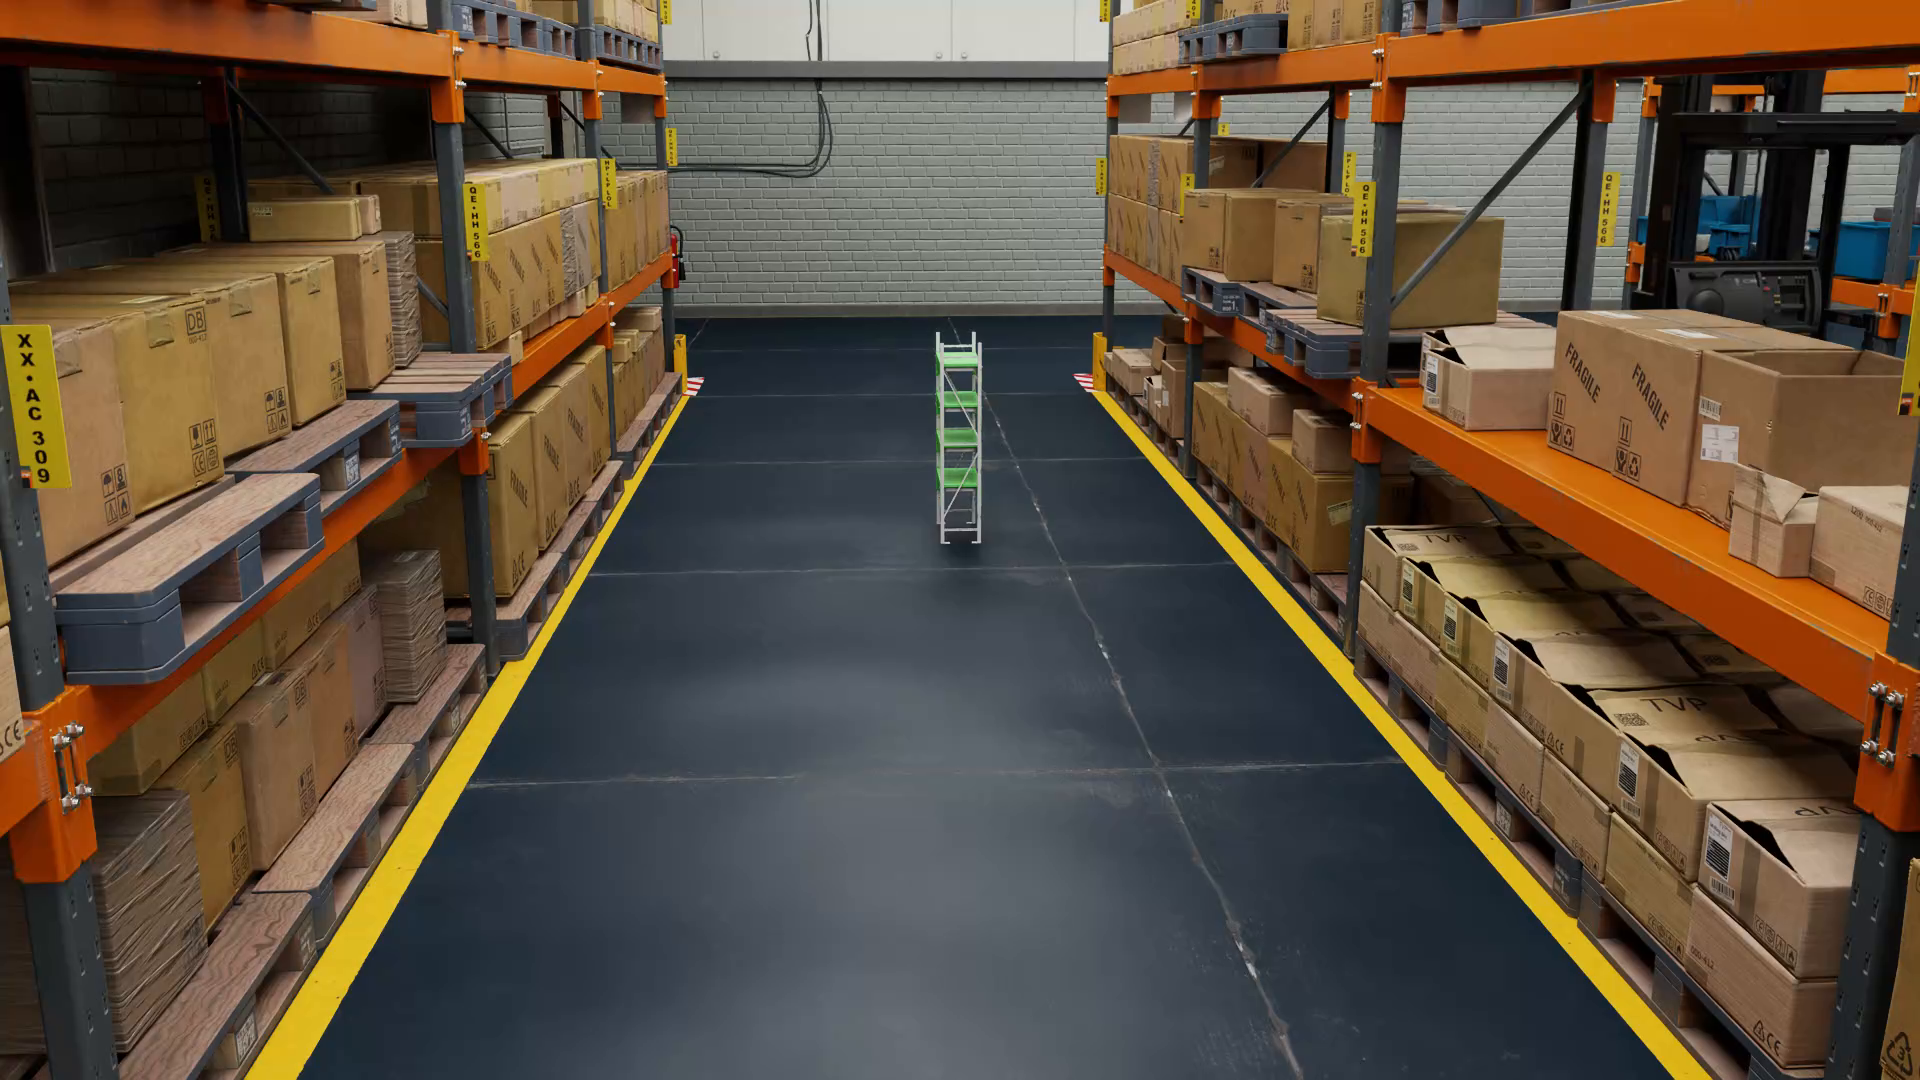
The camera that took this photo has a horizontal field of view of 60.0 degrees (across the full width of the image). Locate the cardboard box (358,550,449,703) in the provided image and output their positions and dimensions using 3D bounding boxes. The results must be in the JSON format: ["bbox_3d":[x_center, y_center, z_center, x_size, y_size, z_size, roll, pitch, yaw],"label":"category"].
[{"bbox_3d":[-2.521,0.349,6.784,0.700,0.500,0.500,-1,14,-3],"label":"cardboard box"}]

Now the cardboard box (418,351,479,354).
[{"bbox_3d":[-2.407,-0.800,7.581,0.380,0.149,0.250,-1,14,-4],"label":"cardboard box"}]

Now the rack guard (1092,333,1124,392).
[{"bbox_3d":[1.836,-1.664,15.492,1.175,0.500,0.348,-1,14,-3],"label":"rack guard"}]

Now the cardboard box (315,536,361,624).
[{"bbox_3d":[-2.548,0.128,6.136,0.500,0.250,0.500,-1,14,-2],"label":"cardboard box"}]

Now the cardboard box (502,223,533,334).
[{"bbox_3d":[-2.415,-1.284,8.160,0.500,0.500,0.500,0,14,-2],"label":"cardboard box"}]

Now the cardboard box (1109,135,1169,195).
[{"bbox_3d":[1.595,-3.312,14.672,0.500,0.500,0.500,0,14,-2],"label":"cardboard box"}]

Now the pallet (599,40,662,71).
[{"bbox_3d":[-3.057,-4.042,13.874,1.003,0.211,1.213,-1,14,-3],"label":"pallet"}]

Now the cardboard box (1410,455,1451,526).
[{"bbox_3d":[2.545,-0.155,8.741,0.500,0.500,0.500,-1,14,-5],"label":"cardboard box"}]

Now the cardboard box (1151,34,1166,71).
[{"bbox_3d":[1.723,-3.645,12.453,0.500,0.250,0.500,-1,14,-3],"label":"cardboard box"}]

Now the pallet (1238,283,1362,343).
[{"bbox_3d":[2.201,-1.295,9.425,1.003,0.211,1.213,-1,14,-3],"label":"pallet"}]

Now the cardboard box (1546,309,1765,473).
[{"bbox_3d":[2.447,-0.536,5.888,0.500,0.500,0.500,-2,15,-6],"label":"cardboard box"}]

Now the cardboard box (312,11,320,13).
[{"bbox_3d":[-2.630,-2.015,5.573,0.797,0.503,0.637,1,14,4],"label":"cardboard box"}]

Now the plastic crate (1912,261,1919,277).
[{"bbox_3d":[7.137,-1.994,12.165,0.396,0.136,0.243,-1,14,-3],"label":"plastic crate"}]

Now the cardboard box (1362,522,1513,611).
[{"bbox_3d":[2.066,0.087,7.218,0.500,0.311,0.500,0,14,-2],"label":"cardboard box"}]

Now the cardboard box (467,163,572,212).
[{"bbox_3d":[-2.527,-2.021,9.517,0.500,0.250,0.500,-1,14,-2],"label":"cardboard box"}]

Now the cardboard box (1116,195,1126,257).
[{"bbox_3d":[1.632,-2.700,14.298,0.500,0.500,0.500,-1,14,-4],"label":"cardboard box"}]

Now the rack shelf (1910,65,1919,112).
[{"bbox_3d":[7.147,-2.582,9.464,1.077,0.370,4.000,-1,14,-3],"label":"rack shelf"}]

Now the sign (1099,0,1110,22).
[{"bbox_3d":[1.289,-4.761,14.739,0.100,0.325,0.005,-1,14,-3],"label":"sign"}]

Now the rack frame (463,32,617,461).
[{"bbox_3d":[-2.865,-1.822,11.087,1.000,3.000,0.127,-1,14,-3],"label":"rack frame"}]

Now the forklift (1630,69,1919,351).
[{"bbox_3d":[4.798,-1.475,9.876,1.130,2.935,3.031,-2,15,-6],"label":"forklift"}]

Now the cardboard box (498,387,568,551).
[{"bbox_3d":[-2.580,-0.392,9.002,0.750,0.750,0.750,-1,14,-4],"label":"cardboard box"}]

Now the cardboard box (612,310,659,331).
[{"bbox_3d":[-2.764,-1.858,14.101,0.380,0.149,0.250,0,14,-2],"label":"cardboard box"}]

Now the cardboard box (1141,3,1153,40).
[{"bbox_3d":[1.691,-4.011,12.874,0.500,0.250,0.500,-1,14,-3],"label":"cardboard box"}]

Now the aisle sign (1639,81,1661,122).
[{"bbox_3d":[6.474,-4.242,15.275,0.394,0.787,0.004,-1,14,-3],"label":"aisle sign"}]

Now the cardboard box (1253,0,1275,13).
[{"bbox_3d":[2.100,-3.360,9.801,0.600,0.600,0.600,-1,14,-4],"label":"cardboard box"}]

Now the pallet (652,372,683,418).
[{"bbox_3d":[-2.985,-1.268,14.532,1.003,0.211,1.213,-1,14,-3],"label":"pallet"}]

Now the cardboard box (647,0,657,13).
[{"bbox_3d":[-2.795,-4.634,13.749,0.500,0.500,0.500,-1,14,-4],"label":"cardboard box"}]

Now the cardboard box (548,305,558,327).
[{"bbox_3d":[-2.527,-1.313,9.575,0.380,0.149,0.250,-1,14,-5],"label":"cardboard box"}]

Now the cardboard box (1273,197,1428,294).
[{"bbox_3d":[2.250,-1.712,9.619,0.700,0.500,0.500,-5,15,-18],"label":"cardboard box"}]

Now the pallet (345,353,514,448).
[{"bbox_3d":[-2.467,-0.558,6.562,1.213,0.211,1.003,-1,14,-3],"label":"pallet"}]

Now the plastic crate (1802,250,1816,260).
[{"bbox_3d":[6.685,-2.145,12.774,0.437,0.125,0.590,-1,14,-3],"label":"plastic crate"}]

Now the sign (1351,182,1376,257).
[{"bbox_3d":[1.785,-1.416,7.345,0.100,0.325,0.005,-1,14,-3],"label":"sign"}]

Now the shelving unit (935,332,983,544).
[{"bbox_3d":[-0.010,-0.622,10.037,0.258,1.200,0.503,-1,14,-3],"label":"shelving unit"}]

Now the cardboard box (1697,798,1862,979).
[{"bbox_3d":[2.263,0.851,4.250,0.500,0.311,0.500,-1,14,-3],"label":"cardboard box"}]

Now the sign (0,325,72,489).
[{"bbox_3d":[-1.829,-0.262,3.286,0.100,0.325,0.005,-1,14,-3],"label":"sign"}]

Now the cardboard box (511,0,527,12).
[{"bbox_3d":[-2.821,-3.178,9.254,0.700,0.500,0.500,-1,14,-4],"label":"cardboard box"}]

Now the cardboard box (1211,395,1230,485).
[{"bbox_3d":[1.910,-0.645,10.647,0.500,0.500,0.500,-1,14,-3],"label":"cardboard box"}]

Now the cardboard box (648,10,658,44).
[{"bbox_3d":[-2.803,-4.270,13.841,0.500,0.250,0.500,0,14,-2],"label":"cardboard box"}]

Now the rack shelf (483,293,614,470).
[{"bbox_3d":[-2.741,-0.976,9.243,1.077,0.370,4.000,-1,14,-3],"label":"rack shelf"}]

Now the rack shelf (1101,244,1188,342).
[{"bbox_3d":[1.955,-2.048,13.410,1.077,0.370,4.000,-1,14,-3],"label":"rack shelf"}]

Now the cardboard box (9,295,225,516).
[{"bbox_3d":[-2.395,-0.360,4.321,0.700,0.500,0.500,1,14,2],"label":"cardboard box"}]

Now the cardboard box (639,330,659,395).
[{"bbox_3d":[-2.939,-1.512,14.058,0.700,0.500,0.500,-1,14,-4],"label":"cardboard box"}]

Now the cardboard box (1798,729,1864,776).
[{"bbox_3d":[2.772,0.716,4.774,0.500,0.311,0.500,-1,14,-4],"label":"cardboard box"}]

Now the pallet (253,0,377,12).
[{"bbox_3d":[-2.369,-1.607,4.609,1.213,0.211,1.003,-1,14,-3],"label":"pallet"}]

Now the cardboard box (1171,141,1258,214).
[{"bbox_3d":[1.789,-2.554,11.724,0.500,0.500,0.500,-1,14,-3],"label":"cardboard box"}]

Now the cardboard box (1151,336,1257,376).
[{"bbox_3d":[1.957,-1.370,13.460,0.797,0.503,0.637,-1,14,-3],"label":"cardboard box"}]

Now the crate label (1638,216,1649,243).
[{"bbox_3d":[6.462,-2.851,15.303,0.416,0.233,0.303,-1,14,-3],"label":"crate label"}]

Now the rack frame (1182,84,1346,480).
[{"bbox_3d":[2.079,-1.899,11.388,1.000,3.000,0.127,-1,14,-3],"label":"rack frame"}]

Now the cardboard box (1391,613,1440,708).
[{"bbox_3d":[2.098,0.484,6.802,0.500,0.250,0.500,-1,14,-5],"label":"cardboard box"}]

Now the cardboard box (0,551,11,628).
[{"bbox_3d":[-2.032,-0.020,2.838,0.500,0.500,0.500,-1,14,-4],"label":"cardboard box"}]

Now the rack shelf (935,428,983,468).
[{"bbox_3d":[-0.010,-0.560,10.053,0.258,0.148,0.480,-1,14,-3],"label":"rack shelf"}]

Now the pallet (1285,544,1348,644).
[{"bbox_3d":[2.318,0.260,8.593,1.003,0.211,1.213,-1,14,-3],"label":"pallet"}]
